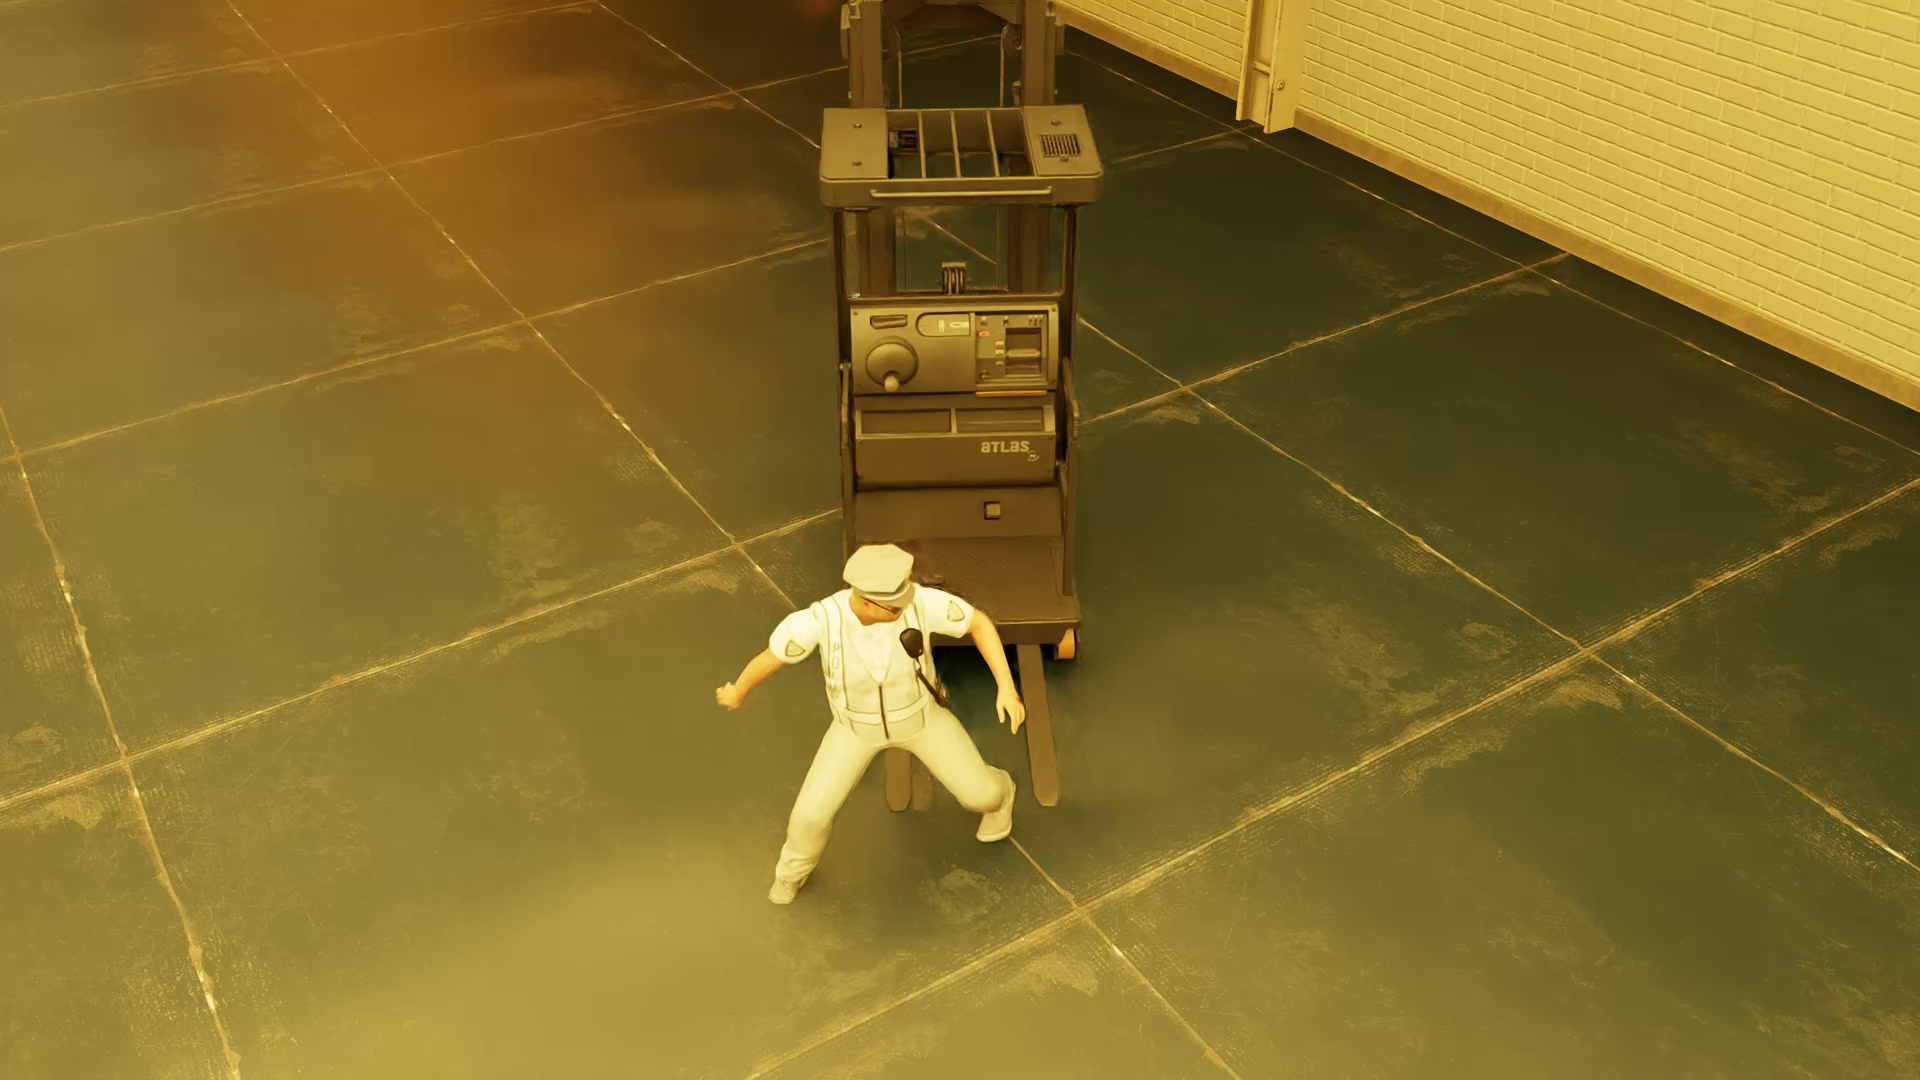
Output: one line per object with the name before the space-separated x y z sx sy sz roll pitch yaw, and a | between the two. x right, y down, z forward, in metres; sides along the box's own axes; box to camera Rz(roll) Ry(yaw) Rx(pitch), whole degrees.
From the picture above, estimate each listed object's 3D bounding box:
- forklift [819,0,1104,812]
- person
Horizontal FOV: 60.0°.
forklift | -0.011 -0.797 7.282 1.130 2.935 3.031 -1 35 -2
person | -0.349 0.707 6.390 1.186 1.686 0.559 -2 35 -3
